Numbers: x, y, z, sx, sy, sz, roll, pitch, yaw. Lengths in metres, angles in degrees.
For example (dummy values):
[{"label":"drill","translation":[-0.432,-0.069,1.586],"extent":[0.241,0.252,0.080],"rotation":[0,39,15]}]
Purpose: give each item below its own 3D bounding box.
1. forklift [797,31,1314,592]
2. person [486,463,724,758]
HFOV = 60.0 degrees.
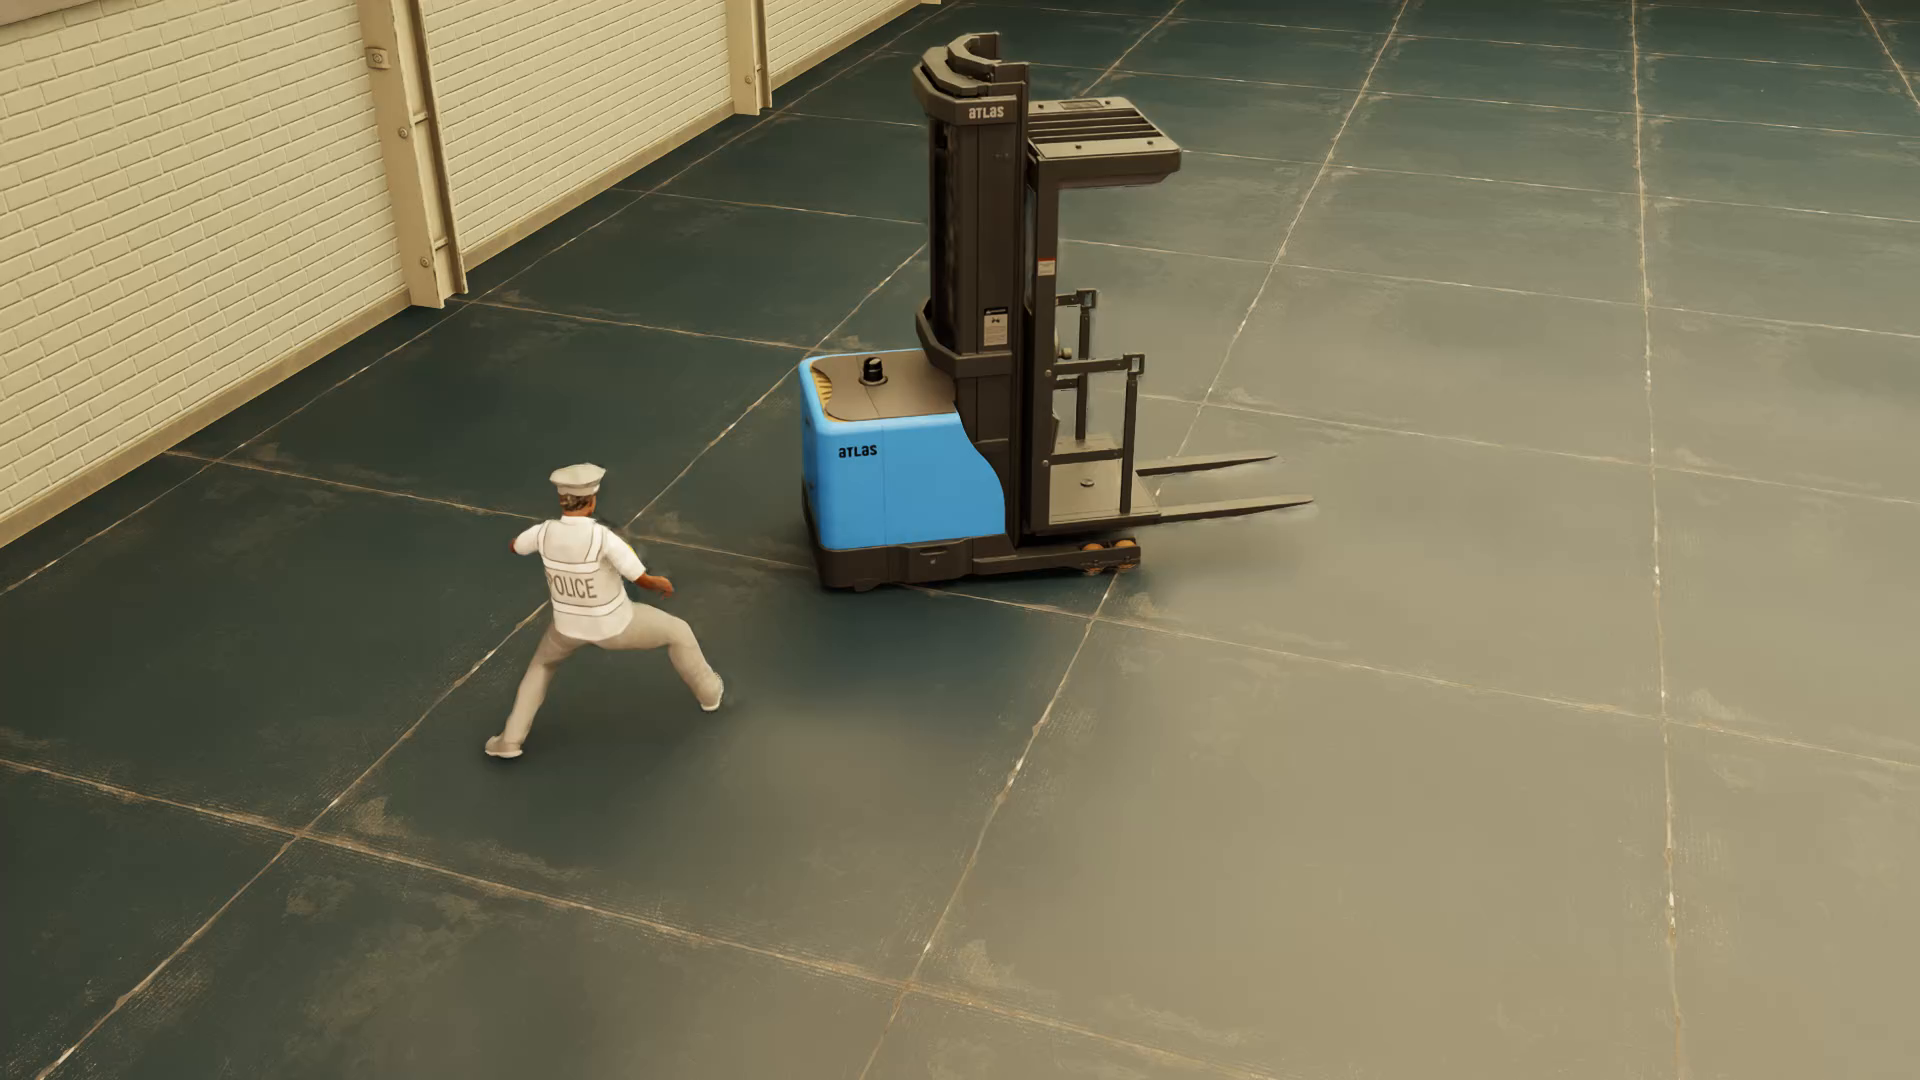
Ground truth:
[{"label":"forklift","translation":[0.598,-1.334,9.477],"extent":[3.031,2.935,1.130],"rotation":[-6,30,-10]},{"label":"person","translation":[-1.790,0.299,8.121],"extent":[1.023,1.509,0.930],"rotation":[8,31,13]}]
